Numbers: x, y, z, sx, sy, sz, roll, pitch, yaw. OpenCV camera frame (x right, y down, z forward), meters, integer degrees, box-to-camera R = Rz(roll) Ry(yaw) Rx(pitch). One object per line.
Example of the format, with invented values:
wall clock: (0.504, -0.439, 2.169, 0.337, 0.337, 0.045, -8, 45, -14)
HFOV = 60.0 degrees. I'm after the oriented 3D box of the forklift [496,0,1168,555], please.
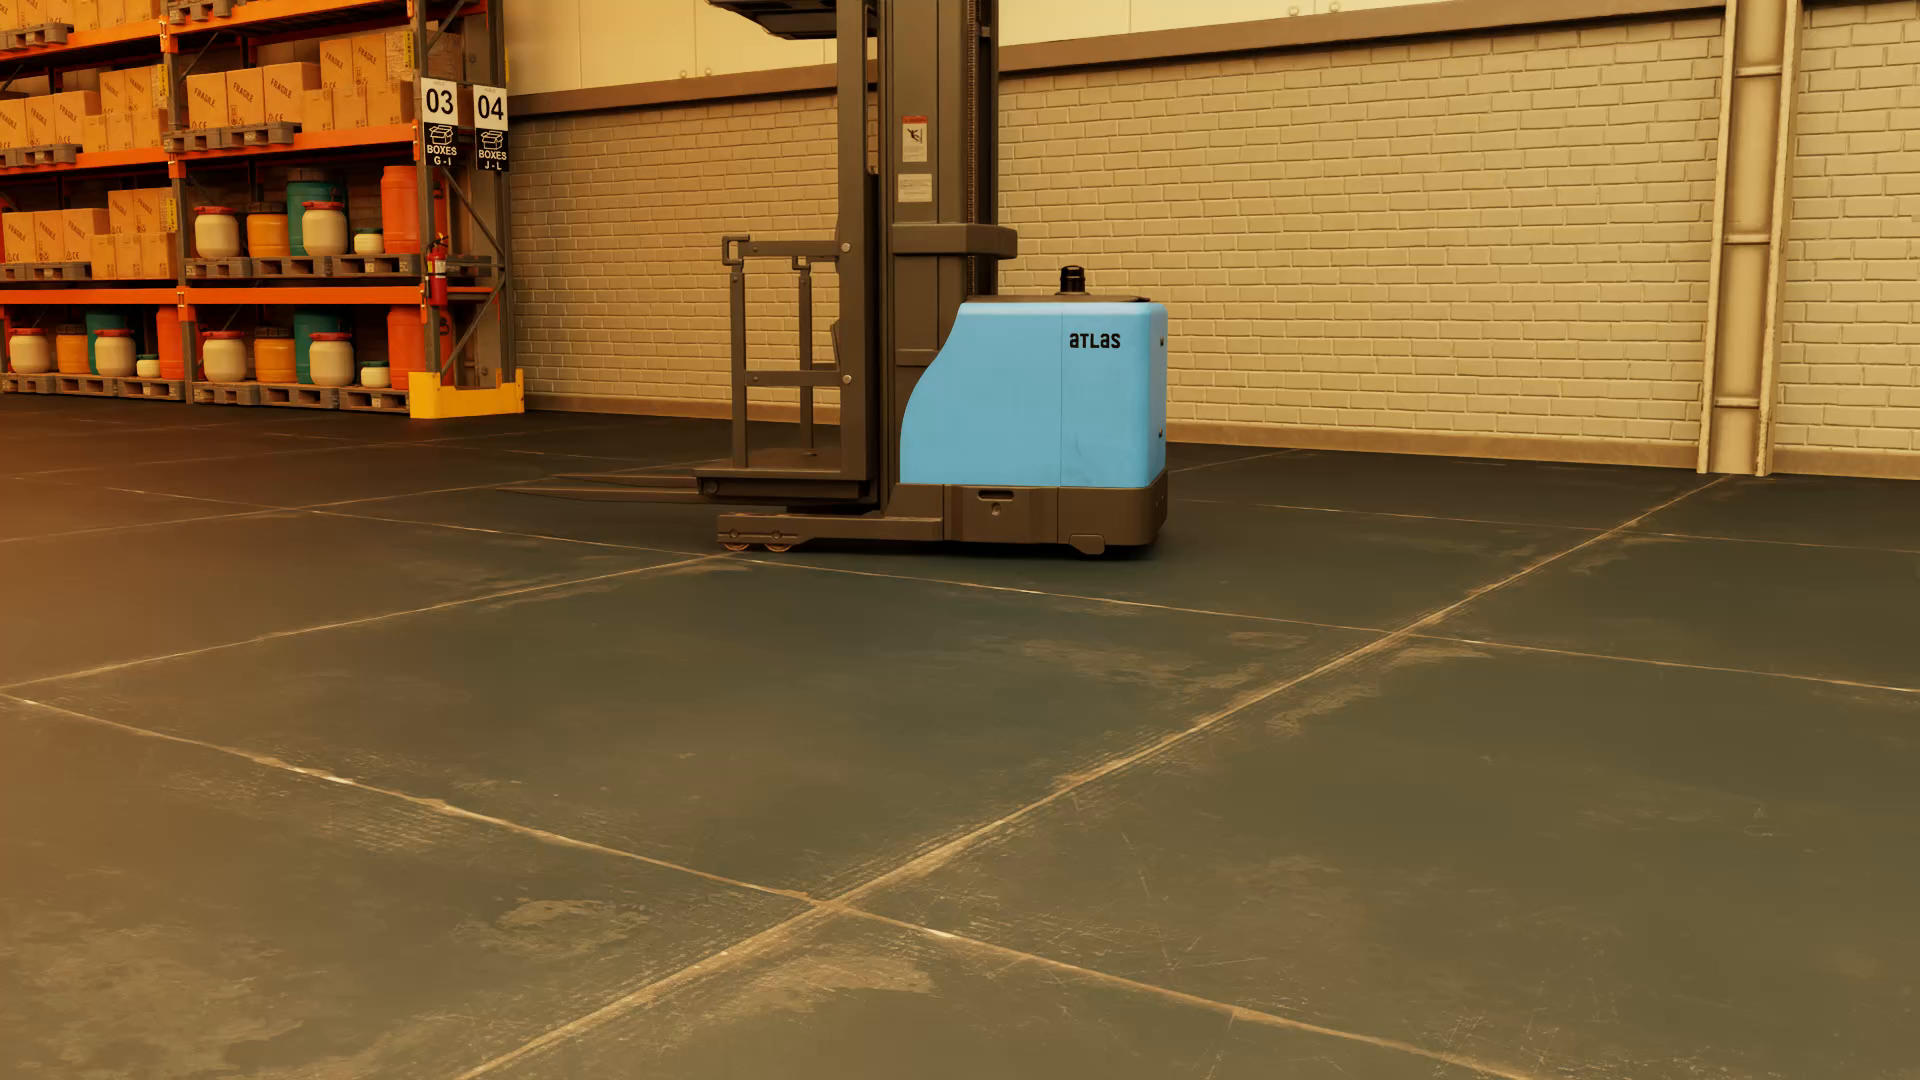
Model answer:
forklift: (-0.596, -1.469, 7.520, 3.031, 2.935, 1.130, 2, 8, 12)
